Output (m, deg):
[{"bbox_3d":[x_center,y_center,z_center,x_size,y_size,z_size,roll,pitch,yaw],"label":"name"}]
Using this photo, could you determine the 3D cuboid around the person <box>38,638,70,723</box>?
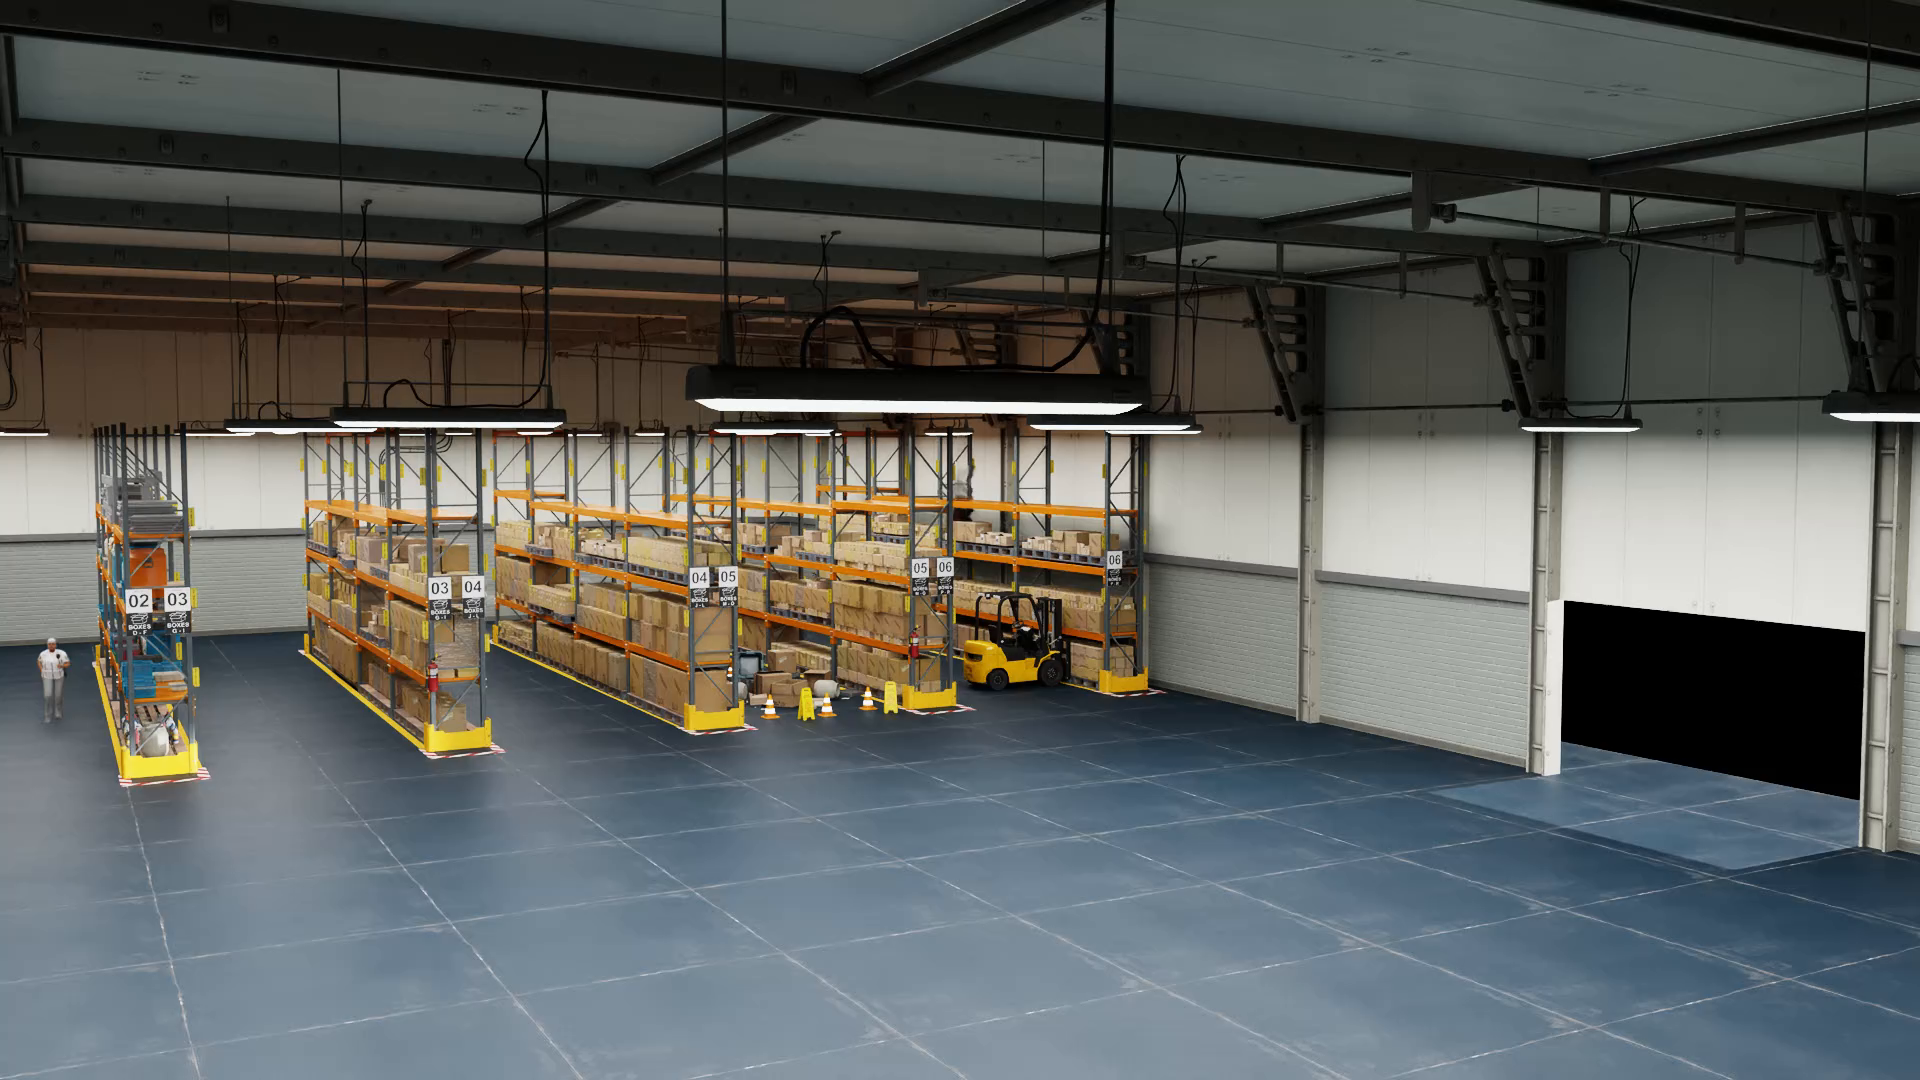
[{"bbox_3d":[-18.424,2.852,33.830,0.590,1.726,0.703,-2,4,-26],"label":"person"}]

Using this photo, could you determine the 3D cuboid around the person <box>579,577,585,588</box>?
[{"bbox_3d":[-10.769,1.983,47.302,0.697,1.848,0.795,-2,4,-34],"label":"person"}]

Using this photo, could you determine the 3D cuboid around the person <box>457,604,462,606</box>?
[{"bbox_3d":[-14.185,2.132,46.130,0.607,1.573,0.872,0,3,5],"label":"person"}]
